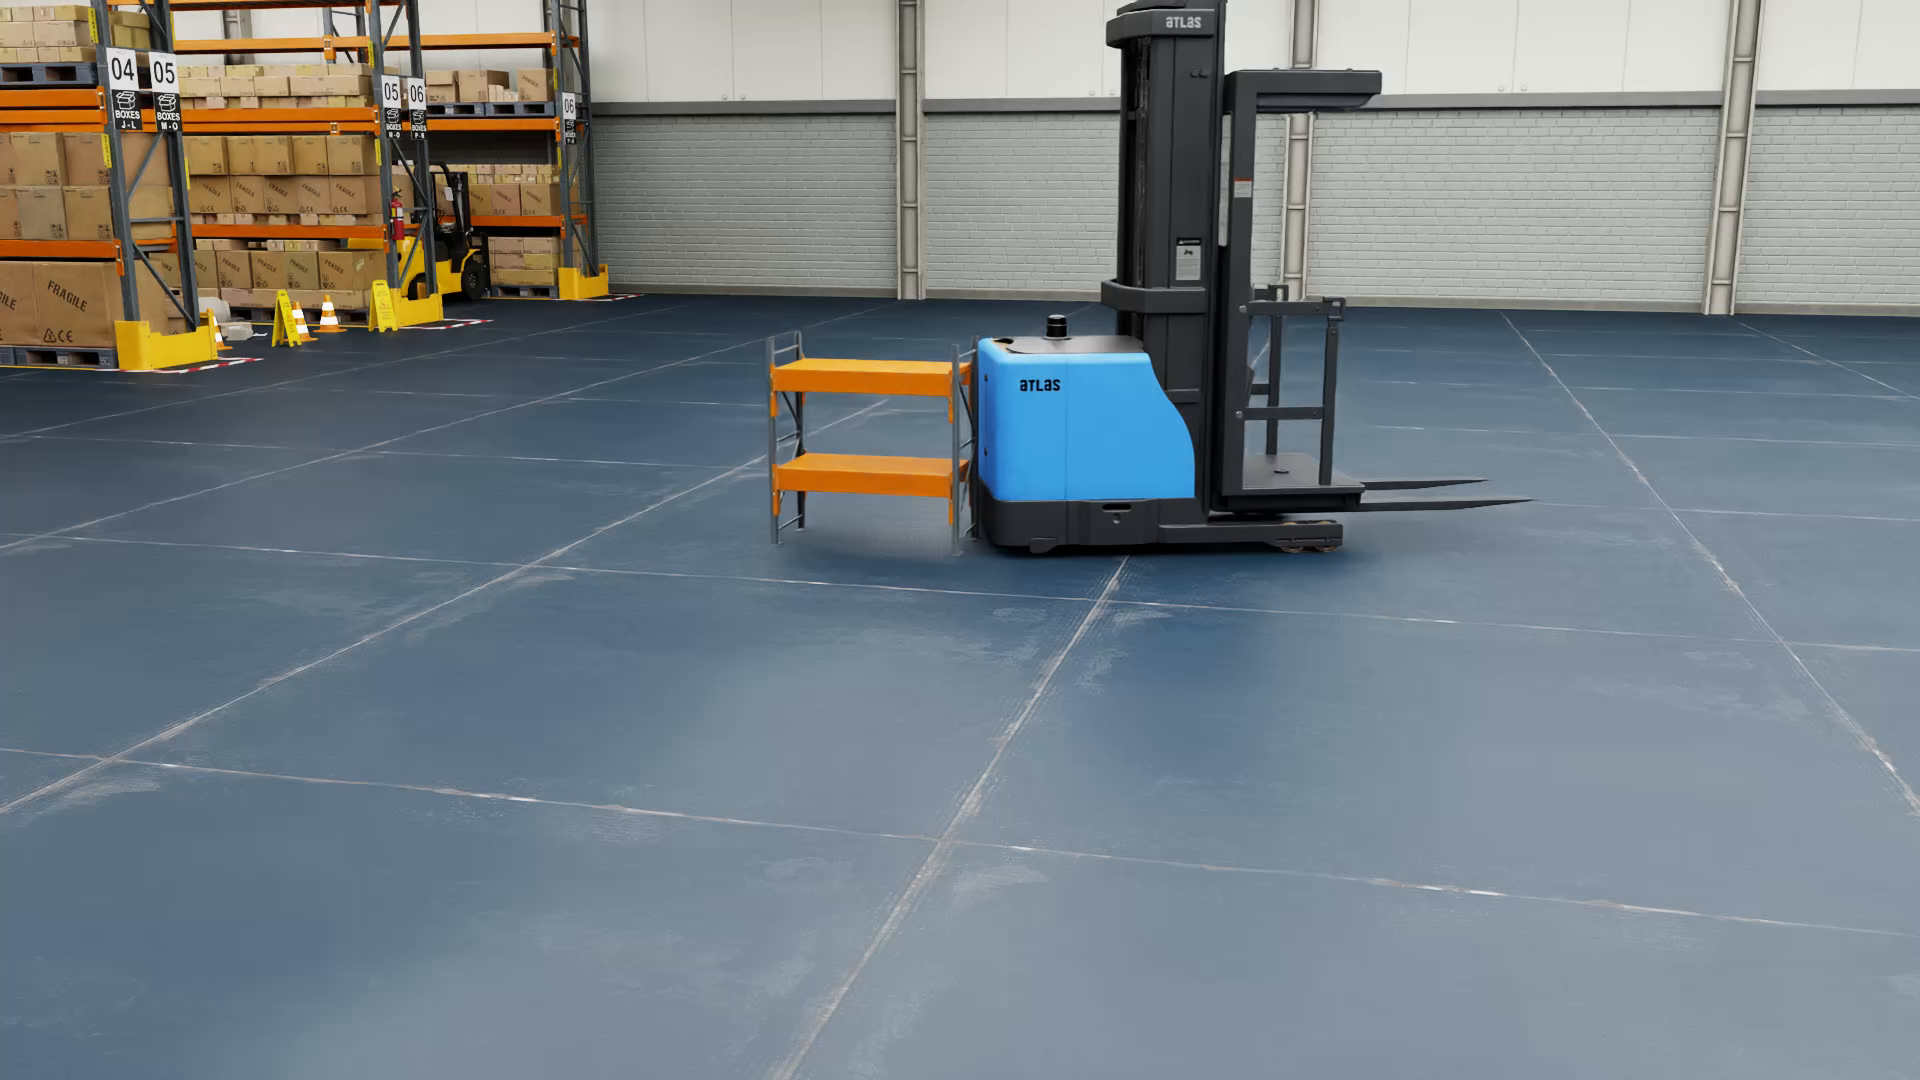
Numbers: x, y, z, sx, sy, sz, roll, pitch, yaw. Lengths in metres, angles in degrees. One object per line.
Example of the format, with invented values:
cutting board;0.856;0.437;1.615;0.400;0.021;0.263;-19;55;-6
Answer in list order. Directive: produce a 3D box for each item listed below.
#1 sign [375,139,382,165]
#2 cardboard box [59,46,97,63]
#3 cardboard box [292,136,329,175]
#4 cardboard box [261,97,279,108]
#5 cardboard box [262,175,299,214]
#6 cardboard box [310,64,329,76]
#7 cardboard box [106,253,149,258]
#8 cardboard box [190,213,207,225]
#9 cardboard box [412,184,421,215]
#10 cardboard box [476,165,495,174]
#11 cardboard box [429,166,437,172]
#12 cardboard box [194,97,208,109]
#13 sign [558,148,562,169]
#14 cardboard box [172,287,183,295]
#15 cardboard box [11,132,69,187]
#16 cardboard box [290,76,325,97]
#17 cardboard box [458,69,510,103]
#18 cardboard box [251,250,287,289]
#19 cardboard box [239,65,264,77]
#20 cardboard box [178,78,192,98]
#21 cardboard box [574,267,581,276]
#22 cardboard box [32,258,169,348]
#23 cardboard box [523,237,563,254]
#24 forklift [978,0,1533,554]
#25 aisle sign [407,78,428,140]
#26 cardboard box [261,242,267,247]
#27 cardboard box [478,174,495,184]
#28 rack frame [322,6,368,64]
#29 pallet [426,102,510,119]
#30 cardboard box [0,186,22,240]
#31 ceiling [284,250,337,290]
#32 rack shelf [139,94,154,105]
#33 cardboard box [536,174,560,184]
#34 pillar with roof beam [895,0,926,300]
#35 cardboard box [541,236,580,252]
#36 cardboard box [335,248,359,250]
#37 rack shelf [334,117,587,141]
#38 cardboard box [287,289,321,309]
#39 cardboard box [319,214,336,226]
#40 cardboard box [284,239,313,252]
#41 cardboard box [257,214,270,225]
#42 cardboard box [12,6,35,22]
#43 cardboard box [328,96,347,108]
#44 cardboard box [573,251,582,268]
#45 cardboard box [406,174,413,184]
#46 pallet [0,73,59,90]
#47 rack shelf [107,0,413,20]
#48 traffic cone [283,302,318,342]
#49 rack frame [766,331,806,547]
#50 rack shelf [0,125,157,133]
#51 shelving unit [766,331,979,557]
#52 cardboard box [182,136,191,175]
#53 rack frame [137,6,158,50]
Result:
sign;-7.476;-4.984;21.370;0.005;0.325;0.100;3;13;14
cardboard box;-8.816;-4.876;16.738;0.250;0.149;0.380;3;13;13
cardboard box;-8.362;-5.071;21.938;0.500;0.500;0.700;3;13;14
cardboard box;-8.974;-5.754;21.898;0.250;0.149;0.380;3;13;12
cardboard box;-8.887;-4.598;22.116;0.500;0.500;0.500;3;13;13
cardboard box;-8.216;-6.098;21.606;0.250;0.149;0.380;3;13;13
cardboard box;-14.367;-4.801;28.749;0.500;0.500;0.500;3;13;15
cardboard box;-10.224;-4.352;22.502;0.250;0.149;0.380;3;13;15
cardboard box;-8.652;-5.553;27.107;0.500;0.500;0.500;3;13;13
cardboard box;-7.547;-5.942;26.676;0.250;0.149;0.380;3;13;15
cardboard box;-8.514;-6.013;26.997;0.250;0.149;0.380;3;13;13
cardboard box;-9.965;-5.809;22.147;0.250;0.149;0.380;3;13;12
sign;-6.282;-5.992;26.095;0.005;0.325;0.100;3;13;14
cardboard box;-10.699;-3.363;22.845;0.500;0.250;0.500;2;13;11
cardboard box;-9.319;-3.971;17.367;0.550;0.550;0.875;3;13;14
cardboard box;-8.370;-5.916;21.706;0.500;0.250;0.500;3;13;13
cardboard box;-7.597;-7.237;26.572;0.500;0.500;0.700;3;13;14
cardboard box;-9.160;-3.650;22.406;0.500;0.500;0.500;3;13;12
cardboard box;-9.220;-6.139;21.793;0.250;0.149;0.380;3;13;15
cardboard box;-10.343;-6.019;22.172;0.500;0.250;0.500;3;13;13
cardboard box;-6.568;-4.353;27.309;0.500;0.250;0.500;3;13;14
cardboard box;-9.086;-2.523;17.617;0.875;0.875;0.875;3;13;14
cardboard box;-6.660;-4.733;26.713;0.500;0.250;0.500;4;13;15
forklift;1.635;-1.473;9.108;3.031;2.935;1.130;-1;13;-6
aisle sign;-7.189;-5.711;22.049;0.004;0.787;0.394;3;13;14
cardboard box;-11.282;-4.744;28.204;0.625;0.625;0.875;3;13;13
cardboard box;-7.543;-5.801;26.728;0.250;0.149;0.380;3;13;12
rack frame;-10.022;-8.561;27.043;0.127;3.000;1.000;3;13;14
pallet;-8.007;-6.950;26.915;1.213;0.211;1.003;3;13;14
cardboard box;-9.836;-3.496;17.722;0.550;0.550;0.875;3;13;14
ceiling;-8.672;-3.622;22.282;0.518;0.500;0.518;3;13;14
rack shelf;-10.353;-4.646;17.536;3.809;0.124;0.919;3;13;14
cardboard box;-6.542;-5.749;26.491;0.250;0.149;0.380;3;13;14
pillar with roof beam;-1.804;-7.362;21.640;0.400;9.000;9.100;3;13;14
cardboard box;-6.559;-4.840;27.193;0.500;0.250;0.500;3;13;13
cardboard box;-8.573;-3.736;22.796;0.500;0.500;0.500;3;13;11
rack shelf;-8.080;-6.641;26.978;4.000;0.370;1.077;3;13;14
cardboard box;-8.674;-3.257;22.366;0.500;0.250;0.500;3;13;14
cardboard box;-8.254;-4.240;21.998;0.250;0.149;0.380;3;13;13
cardboard box;-8.780;-3.931;22.176;0.250;0.149;0.380;3;13;14
cardboard box;-9.218;-4.315;22.339;0.250;0.149;0.380;3;13;14
cardboard box;-9.311;-5.292;16.772;0.250;0.149;0.380;3;13;14
cardboard box;-7.987;-5.688;21.599;0.250;0.149;0.380;3;13;14
cardboard box;-6.545;-4.599;27.262;0.500;0.250;0.500;3;13;15
cardboard box;-8.788;-5.862;27.003;0.250;0.149;0.380;3;13;13
pallet;-10.323;-4.854;17.468;1.213;0.211;1.003;3;13;14
rack shelf;-9.266;-7.060;21.948;4.000;0.370;1.077;3;13;14
traffic cone;-7.986;-2.642;20.072;0.334;0.463;0.336;3;13;14
rack frame;-0.958;-0.564;9.178;0.032;1.125;0.500;3;13;13
rack shelf;-15.847;-7.056;28.849;4.000;0.370;1.077;3;13;14
shelving unit;-0.464;-0.538;9.061;1.048;1.125;0.538;3;13;13
cardboard box;-10.341;-5.170;22.387;0.500;0.500;0.700;3;13;14
rack frame;-11.207;-7.517;22.337;0.127;3.000;1.000;3;13;14
